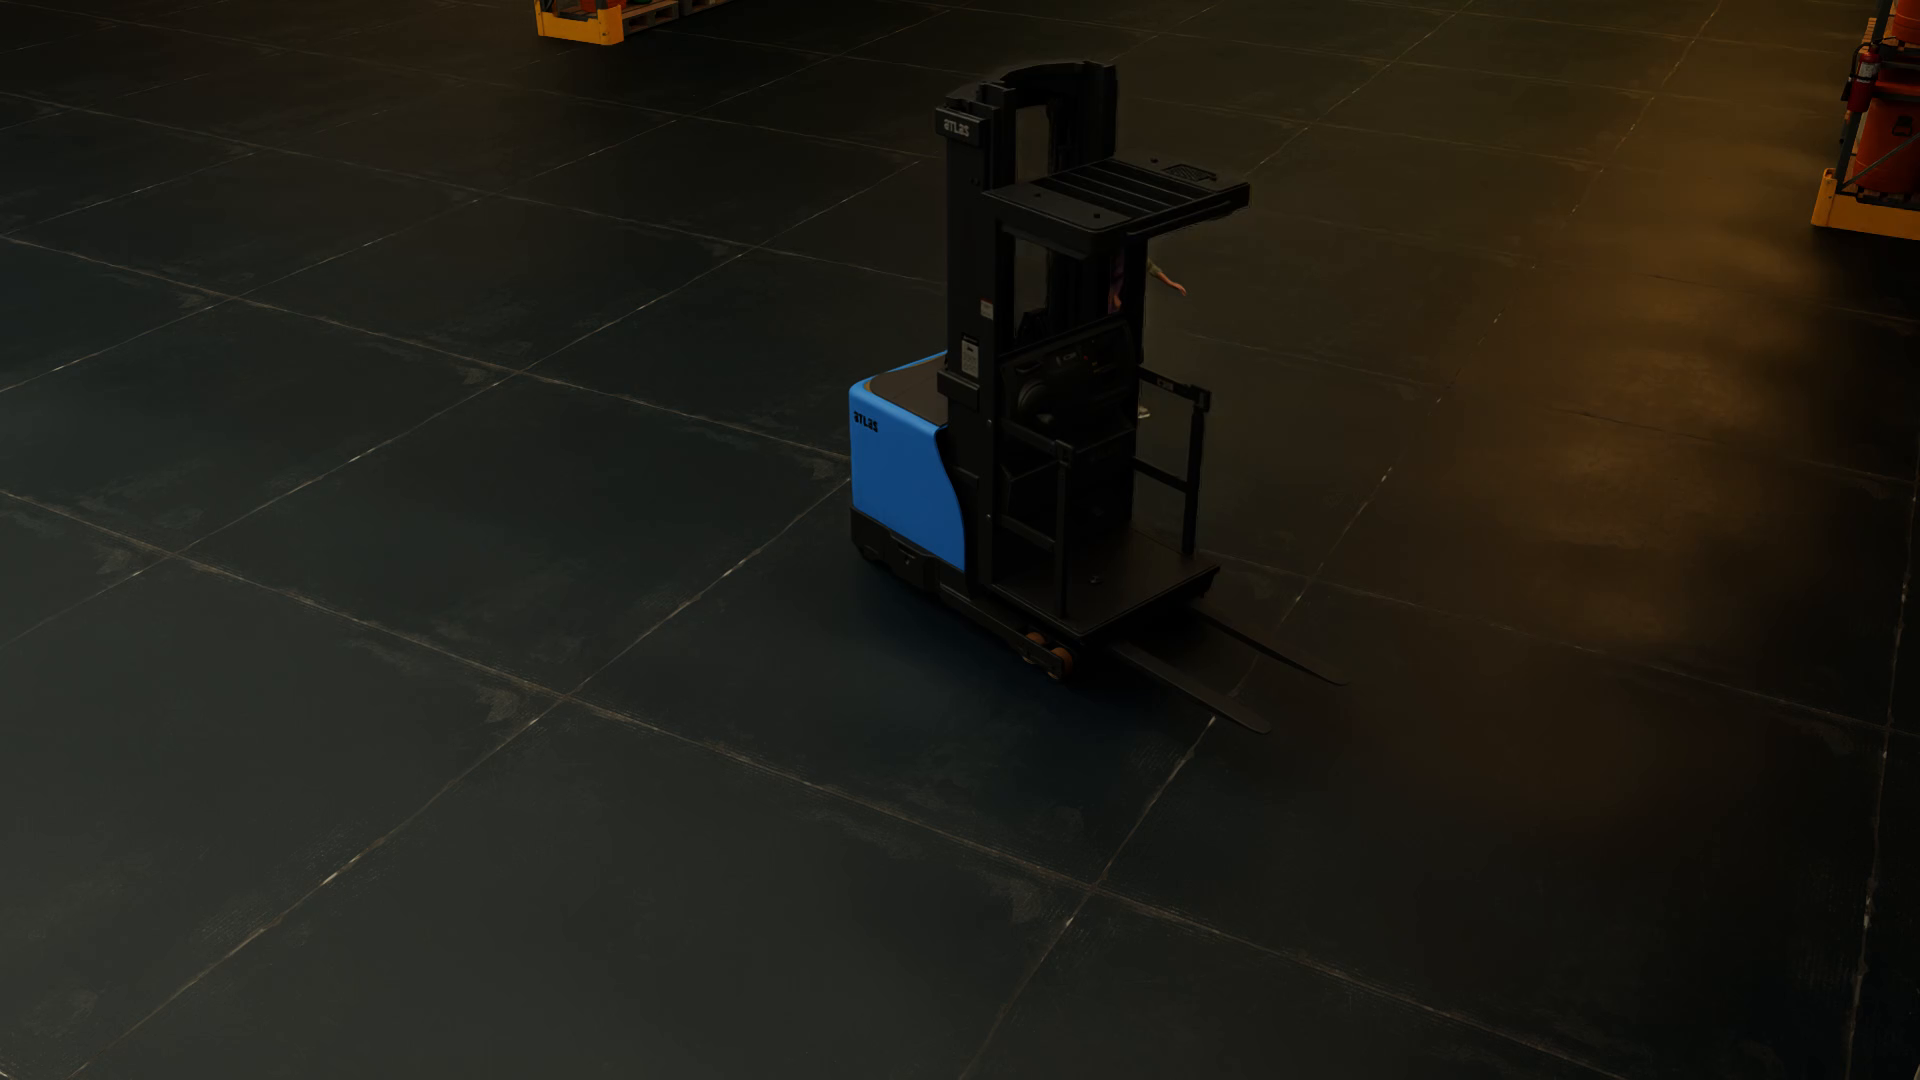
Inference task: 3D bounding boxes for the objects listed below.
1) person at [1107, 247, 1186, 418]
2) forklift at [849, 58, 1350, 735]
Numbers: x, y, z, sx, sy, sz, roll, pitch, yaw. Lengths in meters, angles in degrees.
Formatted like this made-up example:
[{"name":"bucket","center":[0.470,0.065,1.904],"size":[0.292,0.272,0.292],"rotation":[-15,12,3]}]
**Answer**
[{"name":"person","center":[1.153,-1.522,11.142],"size":[0.672,1.505,0.694],"rotation":[7,31,12]},{"name":"forklift","center":[0.707,-0.825,8.500],"size":[1.130,2.935,3.031],"rotation":[-24,38,-35]}]
